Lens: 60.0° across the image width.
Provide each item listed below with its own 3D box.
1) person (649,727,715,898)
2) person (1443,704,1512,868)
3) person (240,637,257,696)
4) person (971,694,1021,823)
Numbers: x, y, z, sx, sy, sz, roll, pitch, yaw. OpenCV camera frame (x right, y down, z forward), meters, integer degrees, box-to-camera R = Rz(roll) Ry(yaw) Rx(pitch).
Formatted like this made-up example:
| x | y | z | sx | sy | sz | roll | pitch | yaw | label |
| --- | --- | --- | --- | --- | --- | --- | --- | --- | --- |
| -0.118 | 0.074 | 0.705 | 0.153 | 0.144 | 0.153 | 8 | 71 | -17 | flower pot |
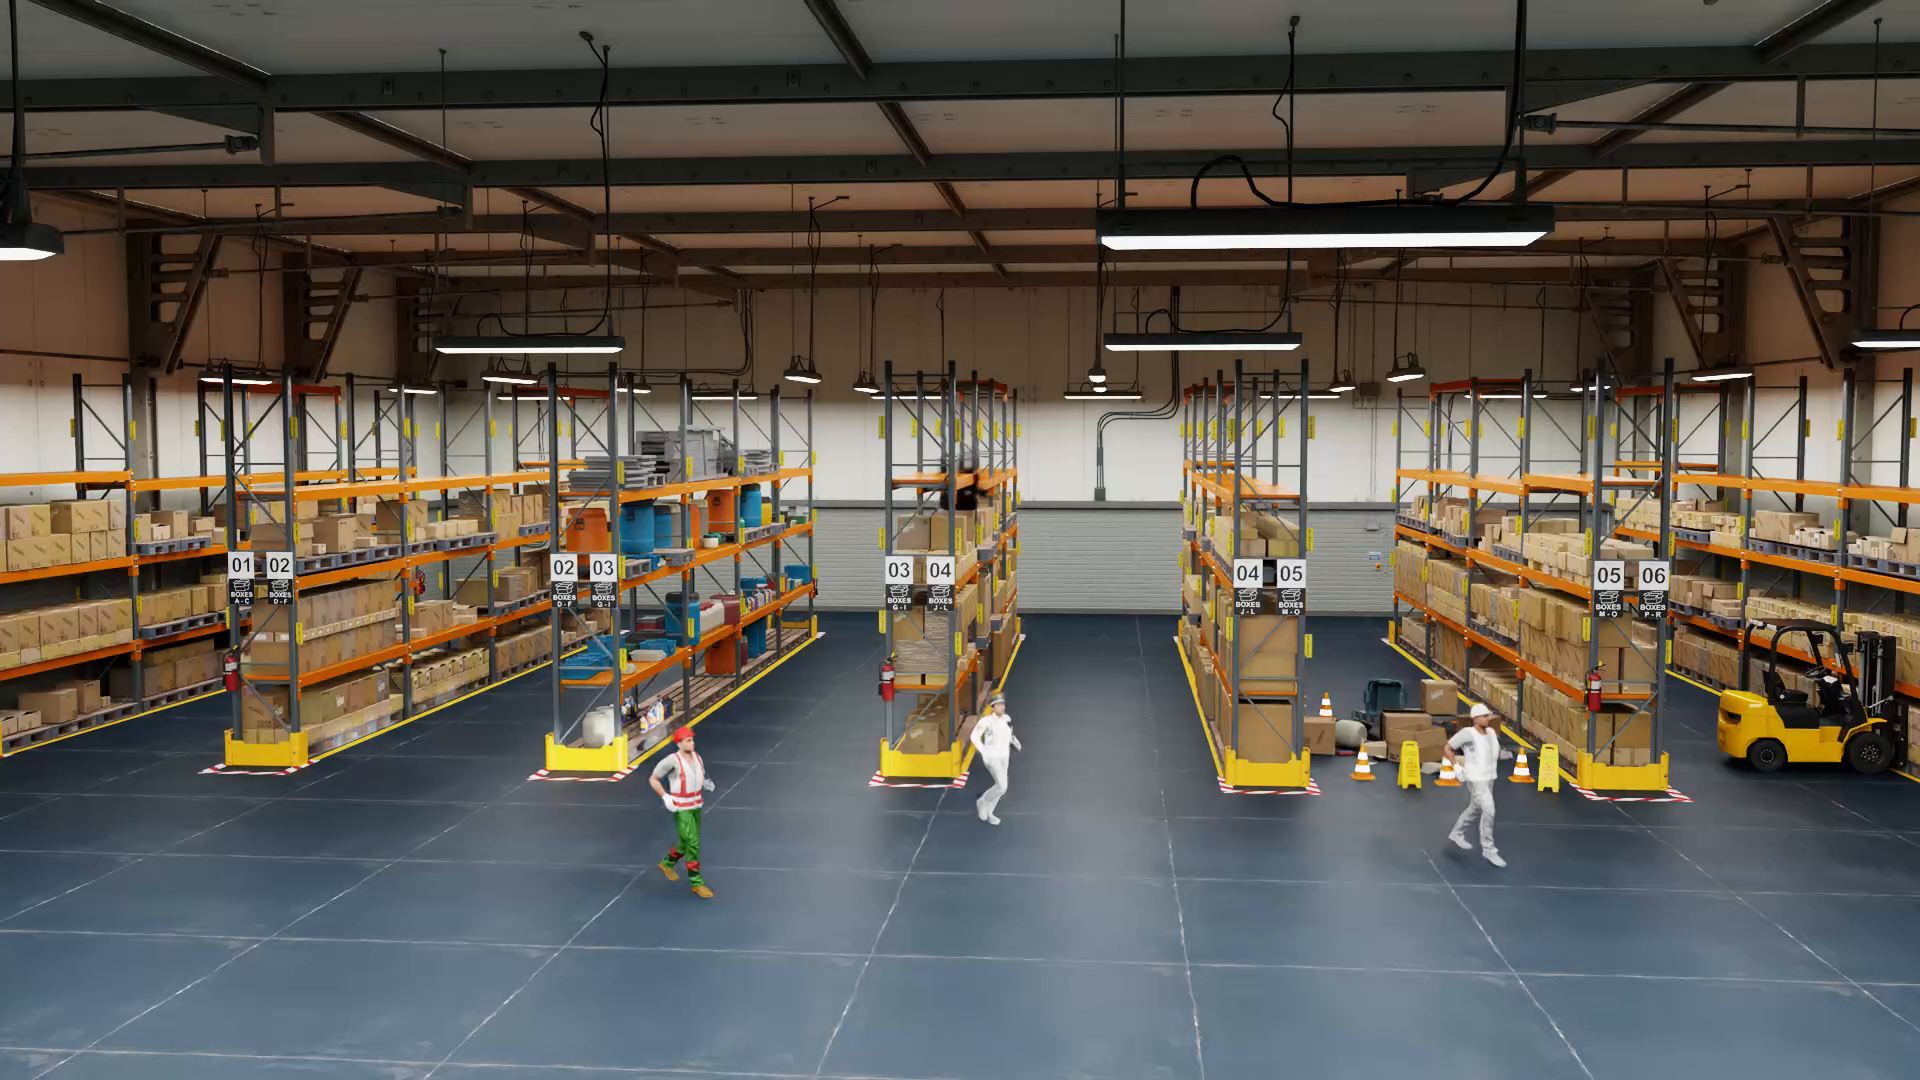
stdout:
| x | y | z | sx | sy | sz | roll | pitch | yaw | label |
| --- | --- | --- | --- | --- | --- | --- | --- | --- | --- |
| -2.985 | 2.916 | 17.994 | 0.862 | 1.796 | 0.651 | 2 | 4 | 33 | person |
| 6.054 | 2.821 | 19.396 | 0.672 | 1.830 | 0.853 | -3 | 5 | -41 | person |
| -11.691 | 2.403 | 27.265 | 0.581 | 1.626 | 0.565 | 0 | 4 | -5 | person |
| 0.514 | 2.781 | 21.143 | 0.598 | 1.661 | 0.542 | -3 | 5 | -42 | person |
